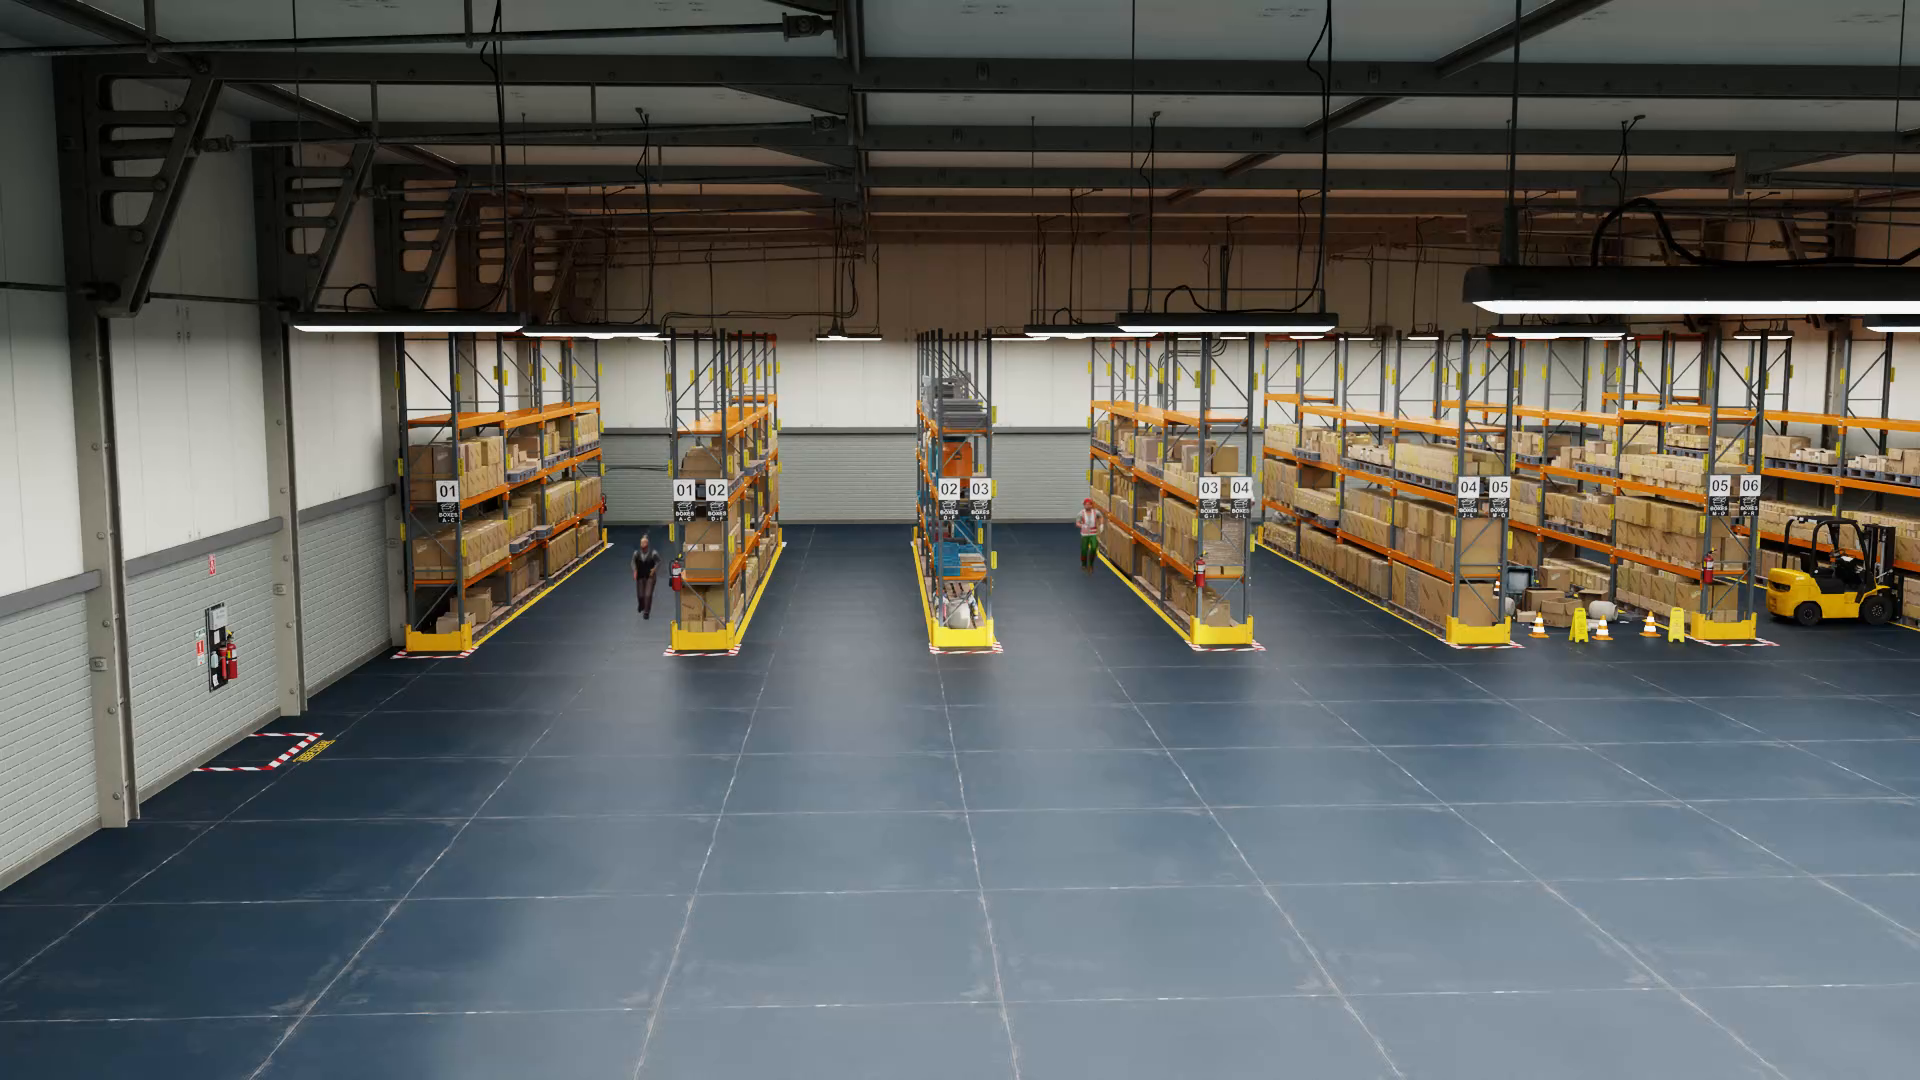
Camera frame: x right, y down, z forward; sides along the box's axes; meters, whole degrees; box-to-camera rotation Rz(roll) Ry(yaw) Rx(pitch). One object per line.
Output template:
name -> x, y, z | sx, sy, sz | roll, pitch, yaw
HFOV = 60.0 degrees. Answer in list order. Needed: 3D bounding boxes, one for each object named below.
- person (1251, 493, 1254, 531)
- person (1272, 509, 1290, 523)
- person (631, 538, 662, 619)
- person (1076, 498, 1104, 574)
person -> 8.262, -0.851, 48.668 | 0.558, 1.709, 0.742 | -4, 8, -30
person -> 9.527, -0.916, 49.294 | 0.597, 1.732, 0.988 | 4, 8, 27
person -> -6.560, 0.798, 34.800 | 0.656, 1.696, 0.627 | 0, 7, -1
person -> 3.080, -0.088, 39.484 | 0.675, 1.810, 0.833 | 0, 7, 2
